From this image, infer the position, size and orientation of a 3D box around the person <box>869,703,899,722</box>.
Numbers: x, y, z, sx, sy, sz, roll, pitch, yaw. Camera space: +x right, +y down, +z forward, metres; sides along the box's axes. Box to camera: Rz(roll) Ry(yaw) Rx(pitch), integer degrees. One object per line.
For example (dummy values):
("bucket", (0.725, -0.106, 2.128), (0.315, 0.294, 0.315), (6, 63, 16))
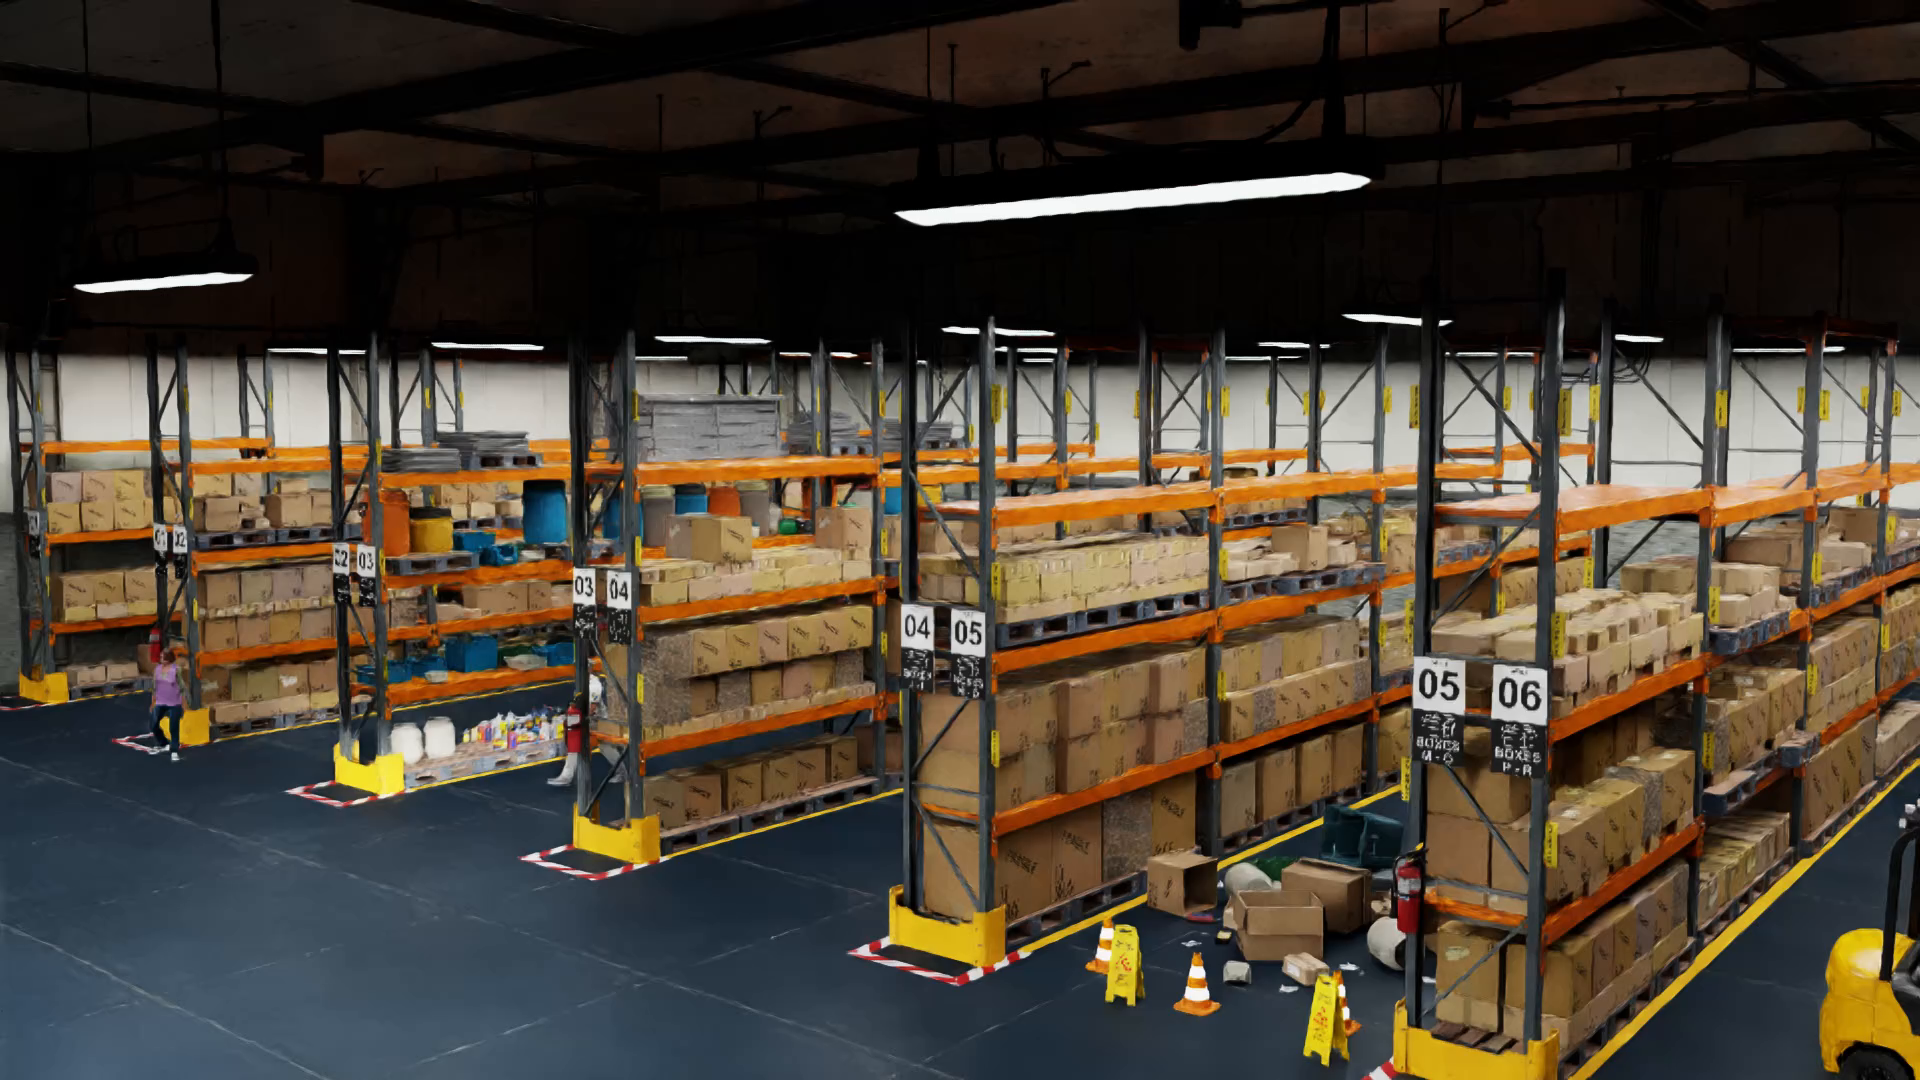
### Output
("person", (-1.239, 2.098, 25.112), (0.497, 1.568, 1.090), (4, 7, 41))

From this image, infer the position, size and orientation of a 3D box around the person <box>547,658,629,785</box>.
("person", (-4.846, 2.350, 21.657), (1.026, 1.705, 0.534), (-5, 7, -41))

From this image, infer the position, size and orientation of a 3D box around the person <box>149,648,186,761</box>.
("person", (-11.096, 2.284, 23.195), (0.575, 1.587, 0.438), (0, 5, -4))

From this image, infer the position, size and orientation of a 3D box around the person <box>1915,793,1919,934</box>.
("person", (9.282, 2.897, 15.844), (0.497, 1.677, 0.467), (-2, 6, -22))

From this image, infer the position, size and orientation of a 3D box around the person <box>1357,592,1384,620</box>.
("person", (7.193, 1.626, 29.294), (0.657, 1.775, 0.601), (-3, 6, -33))
